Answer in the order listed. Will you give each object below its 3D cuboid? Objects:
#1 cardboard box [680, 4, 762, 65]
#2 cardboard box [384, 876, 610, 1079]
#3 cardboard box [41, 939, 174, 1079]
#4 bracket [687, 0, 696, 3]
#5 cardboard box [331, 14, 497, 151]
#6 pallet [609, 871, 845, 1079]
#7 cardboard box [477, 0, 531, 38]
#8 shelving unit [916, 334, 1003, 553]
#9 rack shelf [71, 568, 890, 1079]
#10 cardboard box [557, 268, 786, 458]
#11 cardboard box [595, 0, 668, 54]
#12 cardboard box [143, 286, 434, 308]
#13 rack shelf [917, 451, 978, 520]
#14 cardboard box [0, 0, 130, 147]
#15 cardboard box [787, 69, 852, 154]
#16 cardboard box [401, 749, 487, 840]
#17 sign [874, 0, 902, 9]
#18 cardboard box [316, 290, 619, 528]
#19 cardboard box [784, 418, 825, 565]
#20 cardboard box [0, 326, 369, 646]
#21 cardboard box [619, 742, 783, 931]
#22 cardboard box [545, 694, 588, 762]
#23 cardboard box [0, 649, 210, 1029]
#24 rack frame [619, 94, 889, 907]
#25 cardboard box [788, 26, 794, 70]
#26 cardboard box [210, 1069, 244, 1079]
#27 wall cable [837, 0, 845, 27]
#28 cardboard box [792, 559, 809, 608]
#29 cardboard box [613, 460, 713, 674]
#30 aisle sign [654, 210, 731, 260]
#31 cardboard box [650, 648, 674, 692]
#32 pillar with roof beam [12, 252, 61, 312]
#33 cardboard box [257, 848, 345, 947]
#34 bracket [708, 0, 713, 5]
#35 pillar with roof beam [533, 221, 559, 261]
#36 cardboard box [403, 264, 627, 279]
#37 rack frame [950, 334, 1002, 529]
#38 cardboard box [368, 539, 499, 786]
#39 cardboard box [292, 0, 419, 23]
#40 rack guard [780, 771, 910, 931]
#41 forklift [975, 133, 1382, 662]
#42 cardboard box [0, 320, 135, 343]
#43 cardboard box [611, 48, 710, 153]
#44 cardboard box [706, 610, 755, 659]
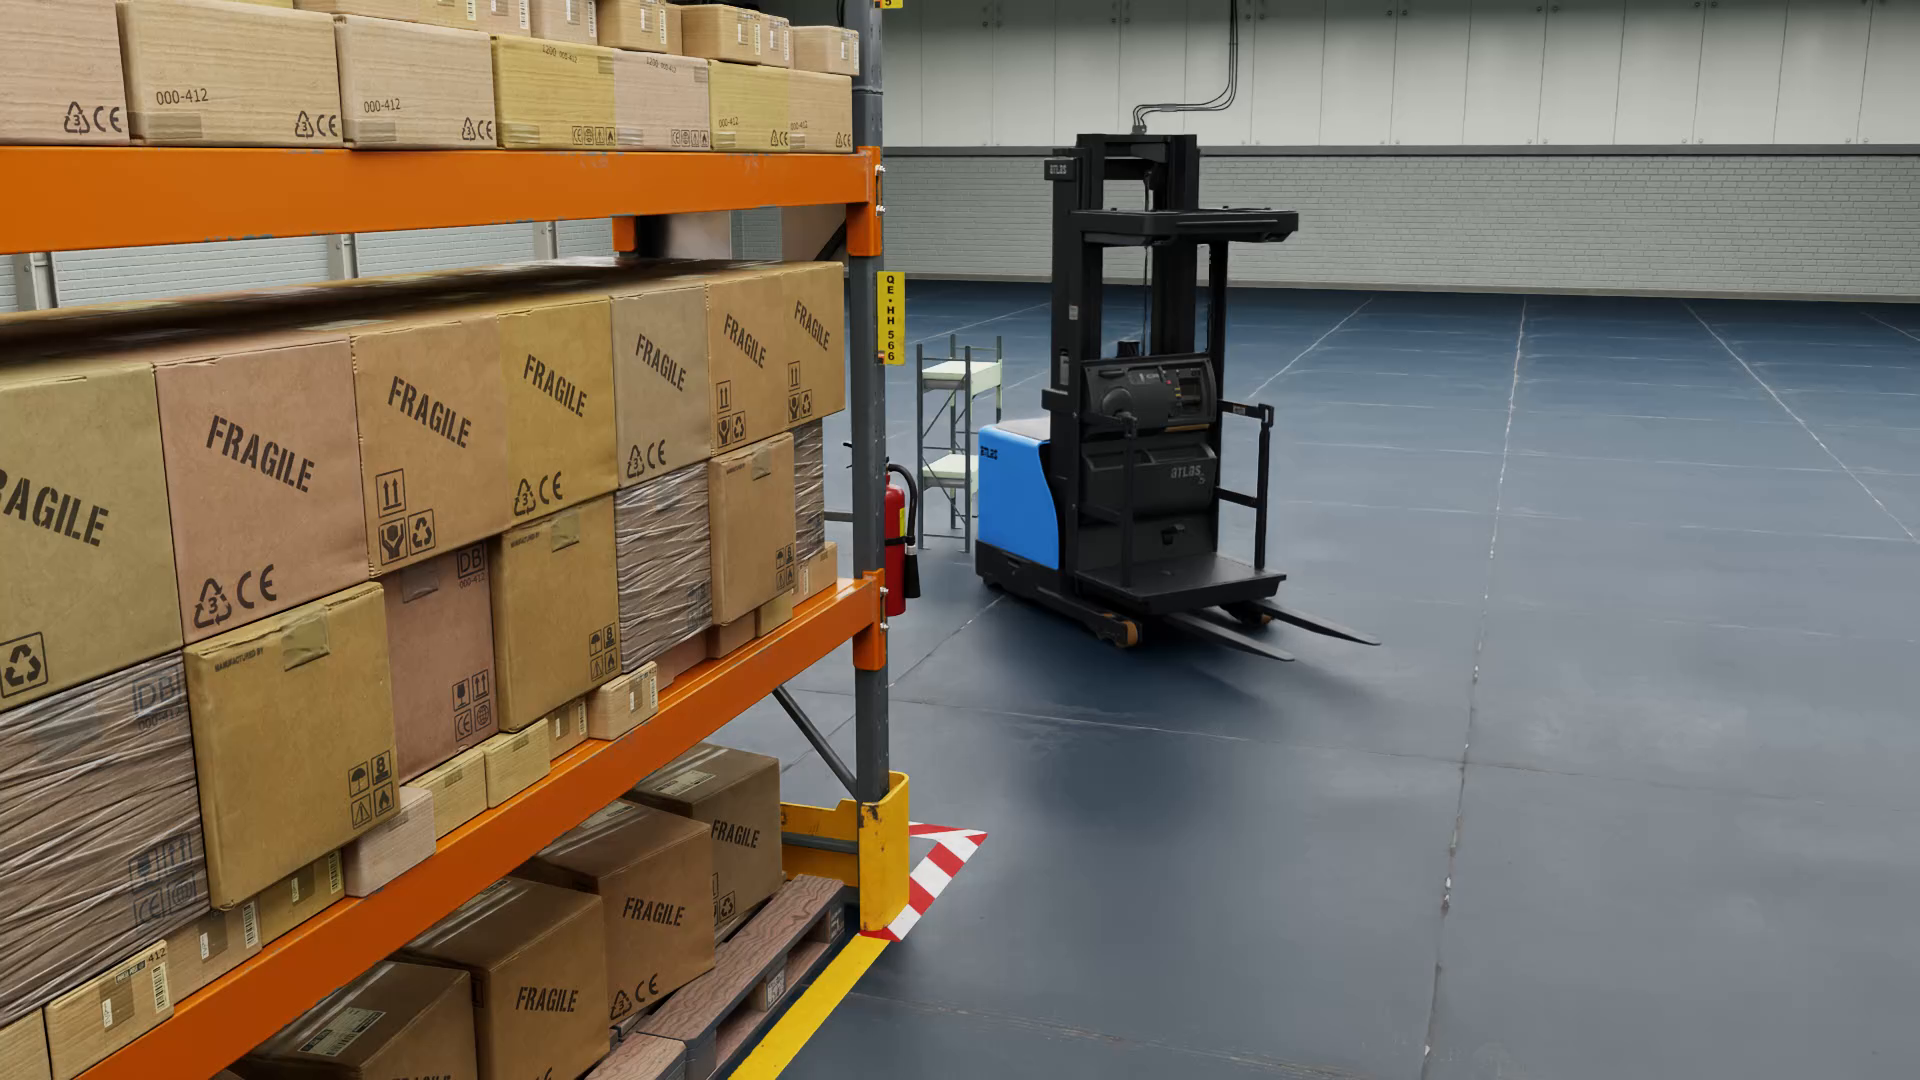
[{"bbox_3d":[-0.794,-1.442,4.765,0.380,0.149,0.250,4,14,19],"label":"cardboard box"},{"bbox_3d":[-1.360,1.297,4.737,0.500,0.500,0.500,6,14,24],"label":"cardboard box"},{"bbox_3d":[-1.608,0.784,2.878,0.380,0.149,0.250,4,14,18],"label":"cardboard box"},{"bbox_3d":[-6.006,-11.977,36.652,0.235,0.232,0.430,4,14,18],"label":"bracket"},{"bbox_3d":[-1.330,-0.945,3.482,0.500,0.250,0.500,4,13,16],"label":"cardboard box"},{"bbox_3d":[-1.082,1.438,5.712,1.003,0.211,1.213,4,14,18],"label":"pallet"},{"bbox_3d":[-1.221,-1.227,3.824,0.380,0.149,0.250,5,14,20],"label":"cardboard box"},{"bbox_3d":[0.002,-0.733,12.327,0.431,1.500,0.755,4,14,18],"label":"shelving unit"},{"bbox_3d":[-1.408,0.666,4.445,1.077,0.370,4.000,4,14,18],"label":"rack shelf"},{"bbox_3d":[-0.861,-0.548,5.006,0.500,0.500,0.500,4,14,18],"label":"cardboard box"},{"bbox_3d":[-0.983,-1.335,4.296,0.380,0.149,0.250,4,13,16],"label":"cardboard box"},{"bbox_3d":[-1.682,-0.375,4.249,0.500,0.500,0.500,4,14,18],"label":"cardboard box"},{"bbox_3d":[0.002,-0.415,12.400,0.431,0.370,0.720,4,14,18],"label":"rack shelf"},{"bbox_3d":[-1.667,-0.729,2.537,0.500,0.250,0.500,4,13,16],"label":"cardboard box"},{"bbox_3d":[-0.676,-1.375,5.368,0.500,0.250,0.500,5,14,20],"label":"cardboard box"},{"bbox_3d":[-1.320,0.570,3.812,0.380,0.149,0.250,4,14,18],"label":"cardboard box"},{"bbox_3d":[-0.242,-1.956,5.584,0.100,0.325,0.005,4,14,18],"label":"sign"},{"bbox_3d":[-1.195,-0.338,4.087,0.500,0.500,0.500,4,14,18],"label":"cardboard box"},{"bbox_3d":[-0.965,-0.186,5.667,0.875,0.500,0.500,4,14,18],"label":"cardboard box"},{"bbox_3d":[-1.509,-0.126,3.161,0.500,0.500,0.500,4,14,18],"label":"cardboard box"},{"bbox_3d":[-0.979,1.039,5.870,0.500,0.500,0.500,7,15,29],"label":"cardboard box"},{"bbox_3d":[-1.190,0.463,4.284,0.380,0.149,0.250,4,14,18],"label":"cardboard box"},{"bbox_3d":[-1.851,0.453,2.871,0.875,0.500,0.500,4,14,18],"label":"cardboard box"},{"bbox_3d":[-0.761,-0.106,6.210,1.000,3.000,0.127,4,14,18],"label":"rack frame"},{"bbox_3d":[-0.751,-1.562,5.291,0.380,0.149,0.250,4,13,17],"label":"cardboard box"},{"bbox_3d":[-1.710,1.548,3.638,0.500,0.500,0.500,10,16,36],"label":"cardboard box"},{"bbox_3d":[-1.443,-11.614,38.778,3.097,2.526,0.112,4,14,18],"label":"wall cable"},{"bbox_3d":[-0.739,0.144,5.679,0.380,0.149,0.250,4,14,18],"label":"cardboard box"},{"bbox_3d":[-1.216,0.031,4.720,0.875,0.500,0.500,4,14,18],"label":"cardboard box"},{"bbox_3d":[-1.025,-1.408,6.072,0.394,0.787,0.004,4,14,18],"label":"aisle sign"},{"bbox_3d":[-1.047,0.356,4.751,0.380,0.149,0.250,4,14,18],"label":"cardboard box"},{"bbox_3d":[-7.958,-6.235,19.584,9.100,9.000,0.400,4,14,18],"label":"pillar with roof beam"},{"bbox_3d":[-1.481,0.676,3.351,0.380,0.149,0.250,4,14,18],"label":"cardboard box"},{"bbox_3d":[-5.737,-12.152,37.417,0.235,0.232,0.430,4,14,18],"label":"bracket"},{"bbox_3d":[-4.075,-8.762,30.654,9.100,9.000,0.400,4,14,18],"label":"pillar with roof beam"},{"bbox_3d":[-1.365,-0.586,5.174,0.500,0.500,0.500,4,14,18],"label":"cardboard box"},{"bbox_3d":[0.121,-0.810,12.665,0.400,1.500,0.023,4,14,18],"label":"rack frame"},{"bbox_3d":[-1.589,0.237,3.814,0.875,0.500,0.500,4,14,18],"label":"cardboard box"},{"bbox_3d":[-1.321,-1.114,3.330,0.380,0.149,0.250,4,13,17],"label":"cardboard box"},{"bbox_3d":[-0.785,1.129,6.418,1.175,0.500,0.348,4,14,18],"label":"rack guard"},{"bbox_3d":[1.264,-0.909,9.885,1.130,2.935,3.031,-7,15,-29],"label":"forklift"},{"bbox_3d":[-2.009,-0.165,3.328,0.500,0.500,0.500,4,14,18],"label":"cardboard box"},{"bbox_3d":[-1.009,-1.162,4.436,0.500,0.250,0.500,5,14,20],"label":"cardboard box"},{"bbox_3d":[-0.867,0.252,5.207,0.380,0.149,0.250,4,14,18],"label":"cardboard box"}]
